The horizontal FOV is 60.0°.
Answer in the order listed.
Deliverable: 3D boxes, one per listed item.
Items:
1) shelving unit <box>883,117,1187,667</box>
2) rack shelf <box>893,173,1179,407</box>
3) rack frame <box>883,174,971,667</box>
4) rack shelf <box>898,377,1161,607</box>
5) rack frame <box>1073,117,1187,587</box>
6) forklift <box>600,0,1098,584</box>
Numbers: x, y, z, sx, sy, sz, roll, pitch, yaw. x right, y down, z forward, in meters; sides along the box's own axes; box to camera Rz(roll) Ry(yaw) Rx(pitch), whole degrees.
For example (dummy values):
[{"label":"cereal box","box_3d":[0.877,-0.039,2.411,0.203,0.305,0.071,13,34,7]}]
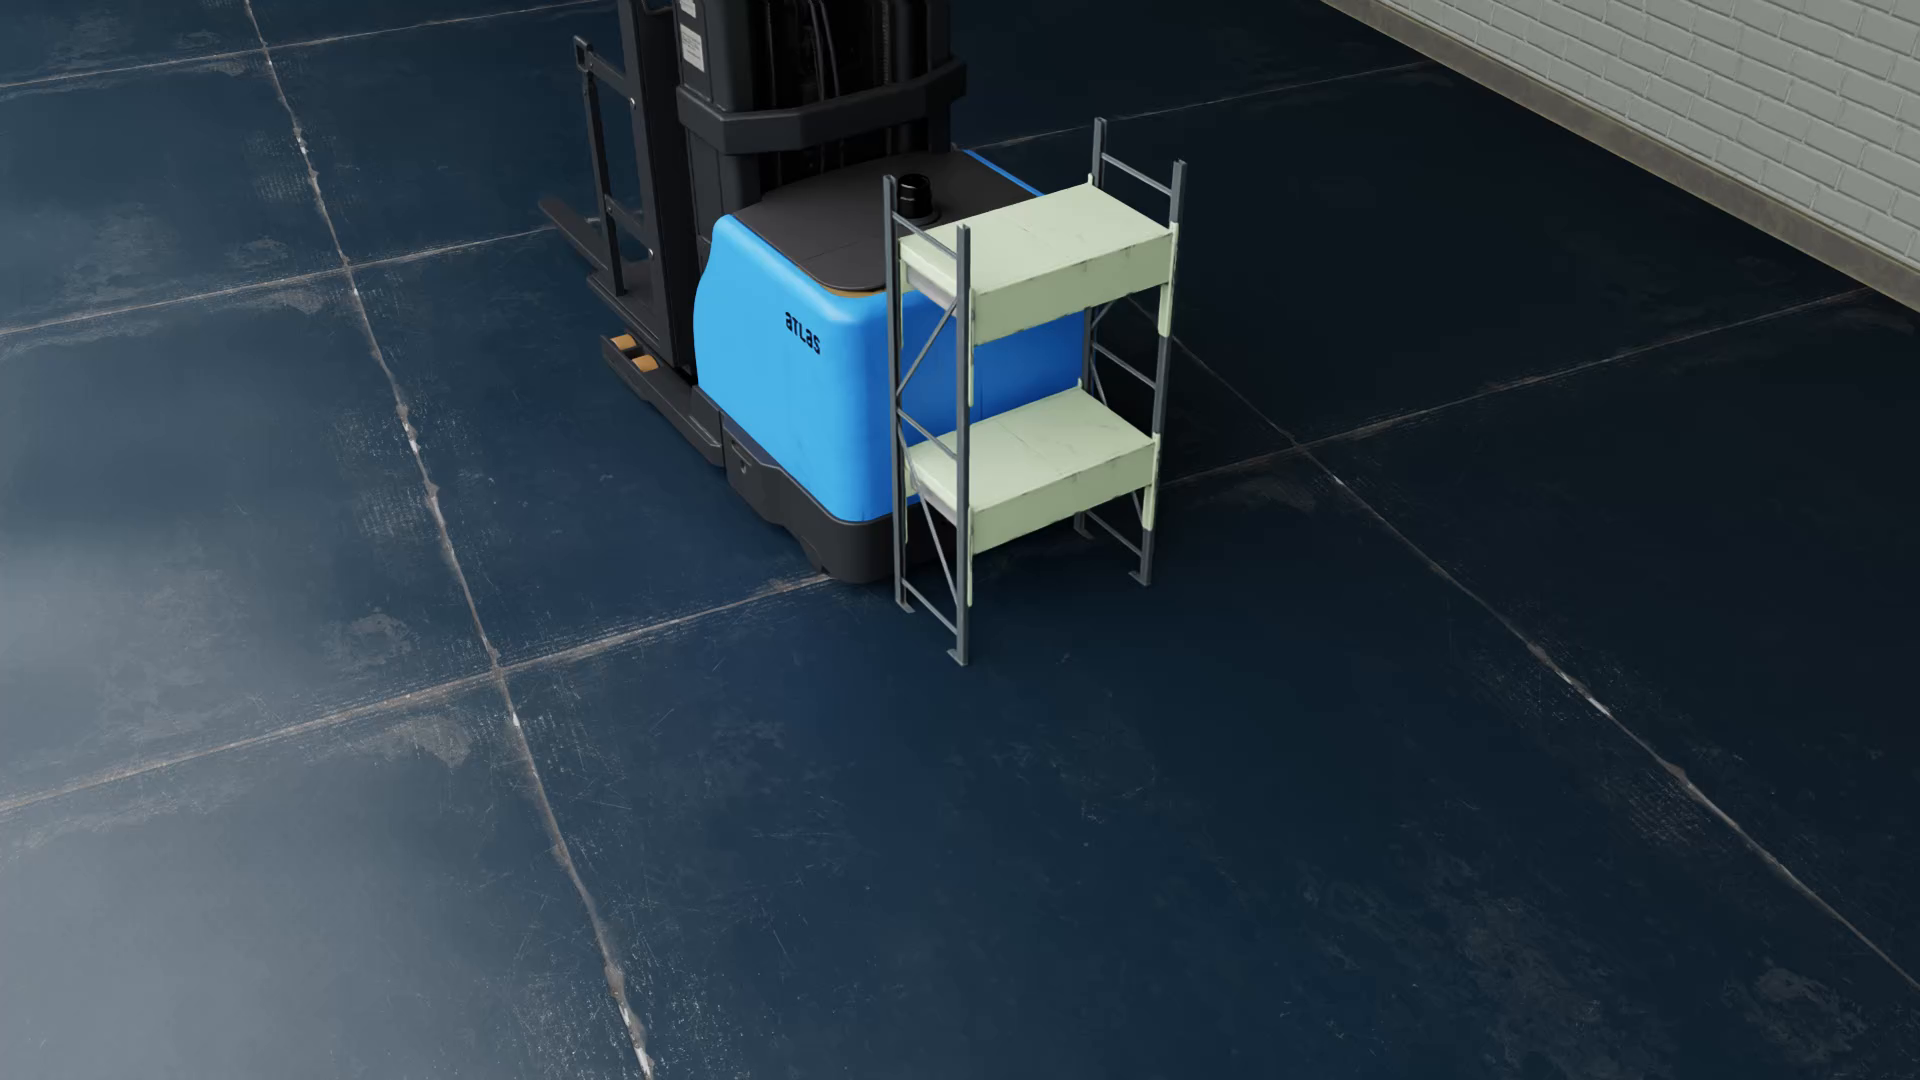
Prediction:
[{"label":"shelving unit","box_3d":[0.212,-0.426,5.065,0.755,1.500,0.431,-22,42,-26]},{"label":"rack shelf","box_3d":[0.212,-0.739,4.832,0.720,0.370,0.431,-22,42,-26]},{"label":"rack frame","box_3d":[-0.092,-0.305,4.902,0.023,1.500,0.400,-22,42,-26]},{"label":"rack shelf","box_3d":[0.212,-0.164,5.259,0.720,0.370,0.431,-22,42,-26]},{"label":"rack frame","box_3d":[0.516,-0.547,5.228,0.023,1.500,0.400,-22,42,-26]},{"label":"forklift","box_3d":[-0.765,-1.874,5.816,1.130,2.935,3.031,-22,42,-26]}]
